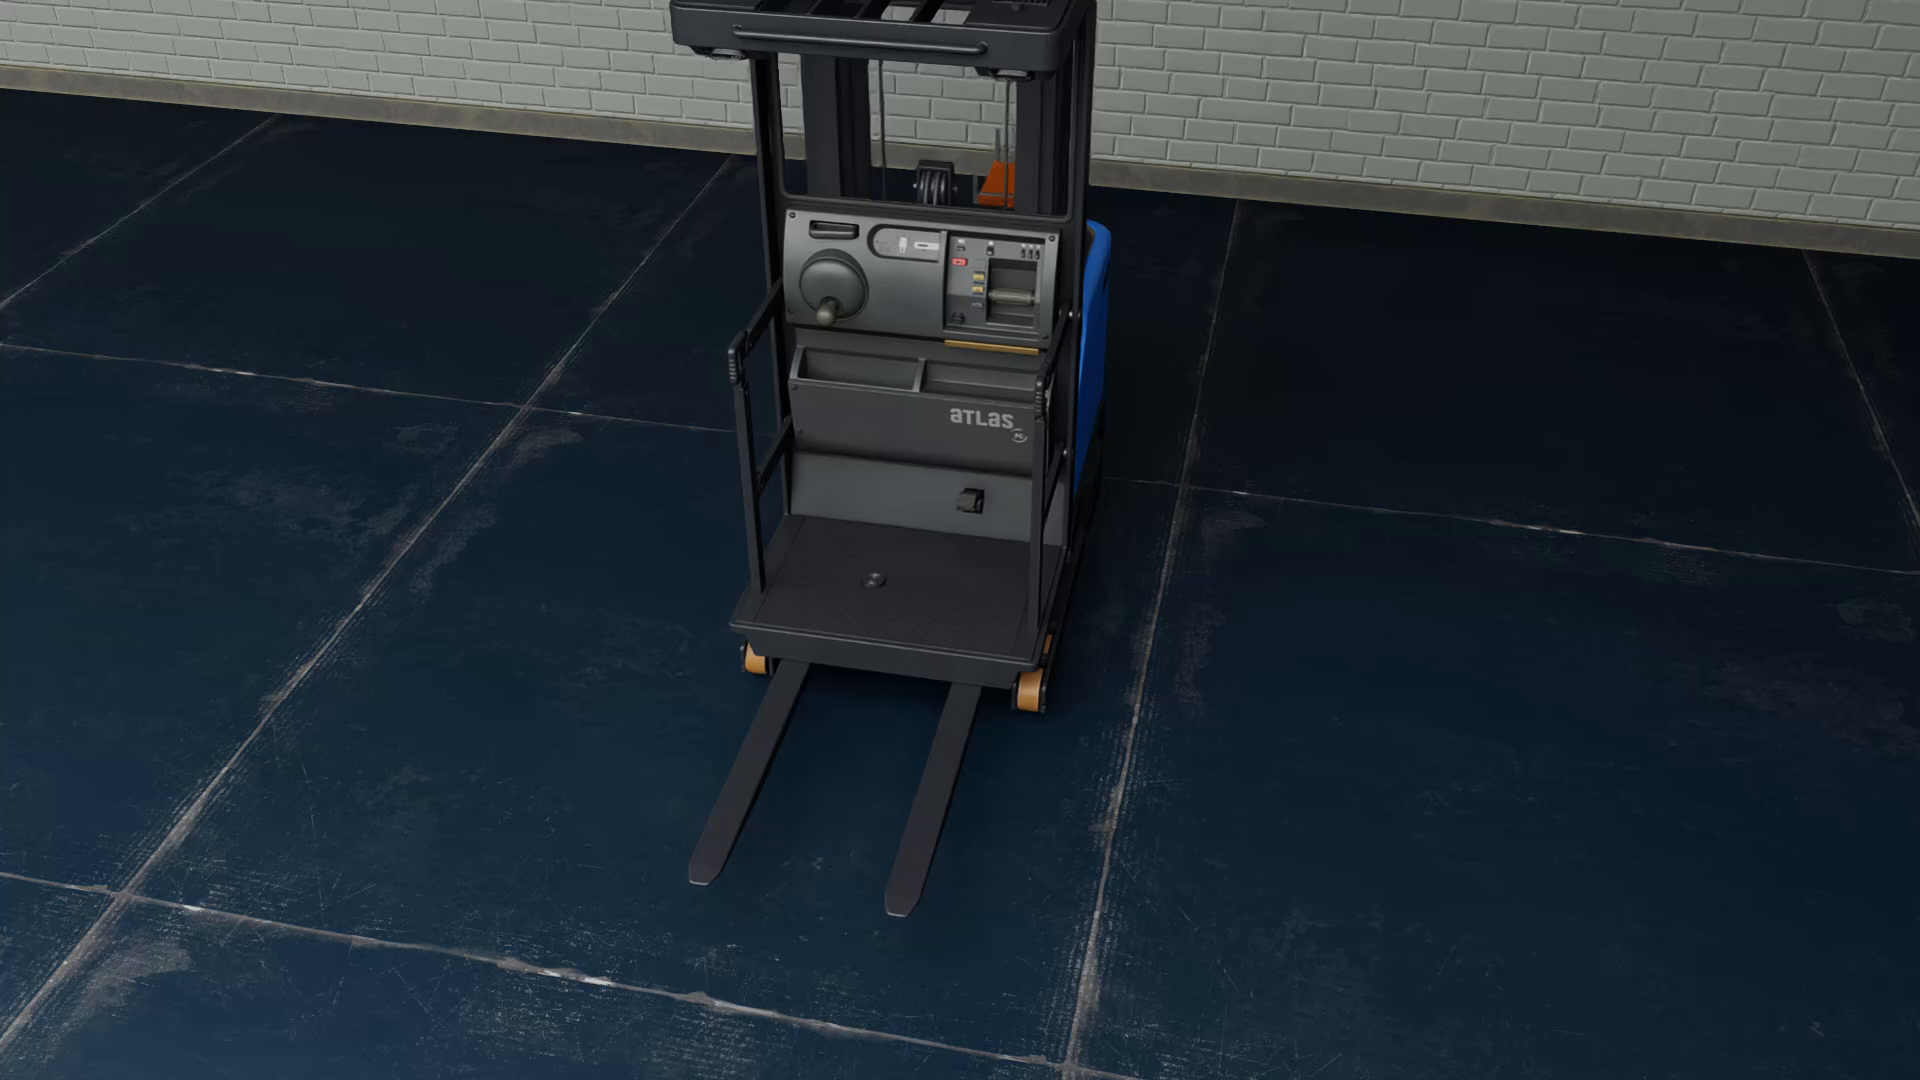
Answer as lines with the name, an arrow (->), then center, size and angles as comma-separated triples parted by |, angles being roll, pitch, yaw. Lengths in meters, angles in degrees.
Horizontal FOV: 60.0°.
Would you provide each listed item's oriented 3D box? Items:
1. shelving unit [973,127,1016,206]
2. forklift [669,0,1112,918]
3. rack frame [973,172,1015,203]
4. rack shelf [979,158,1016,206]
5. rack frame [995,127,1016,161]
shelving unit -> 0.223, -1.133, 7.291 | 0.258, 1.200, 0.503 | 7, 37, 9
forklift -> -0.176, -0.816, 5.378 | 1.130, 2.935, 3.031 | 7, 37, 9
rack frame -> 0.174, -0.993, 7.097 | 0.240, 1.200, 0.015 | 7, 37, 9
rack shelf -> 0.223, -1.451, 7.060 | 0.258, 0.148, 0.480 | 7, 37, 9
rack frame -> 0.272, -1.273, 7.484 | 0.240, 1.200, 0.015 | 7, 37, 9
